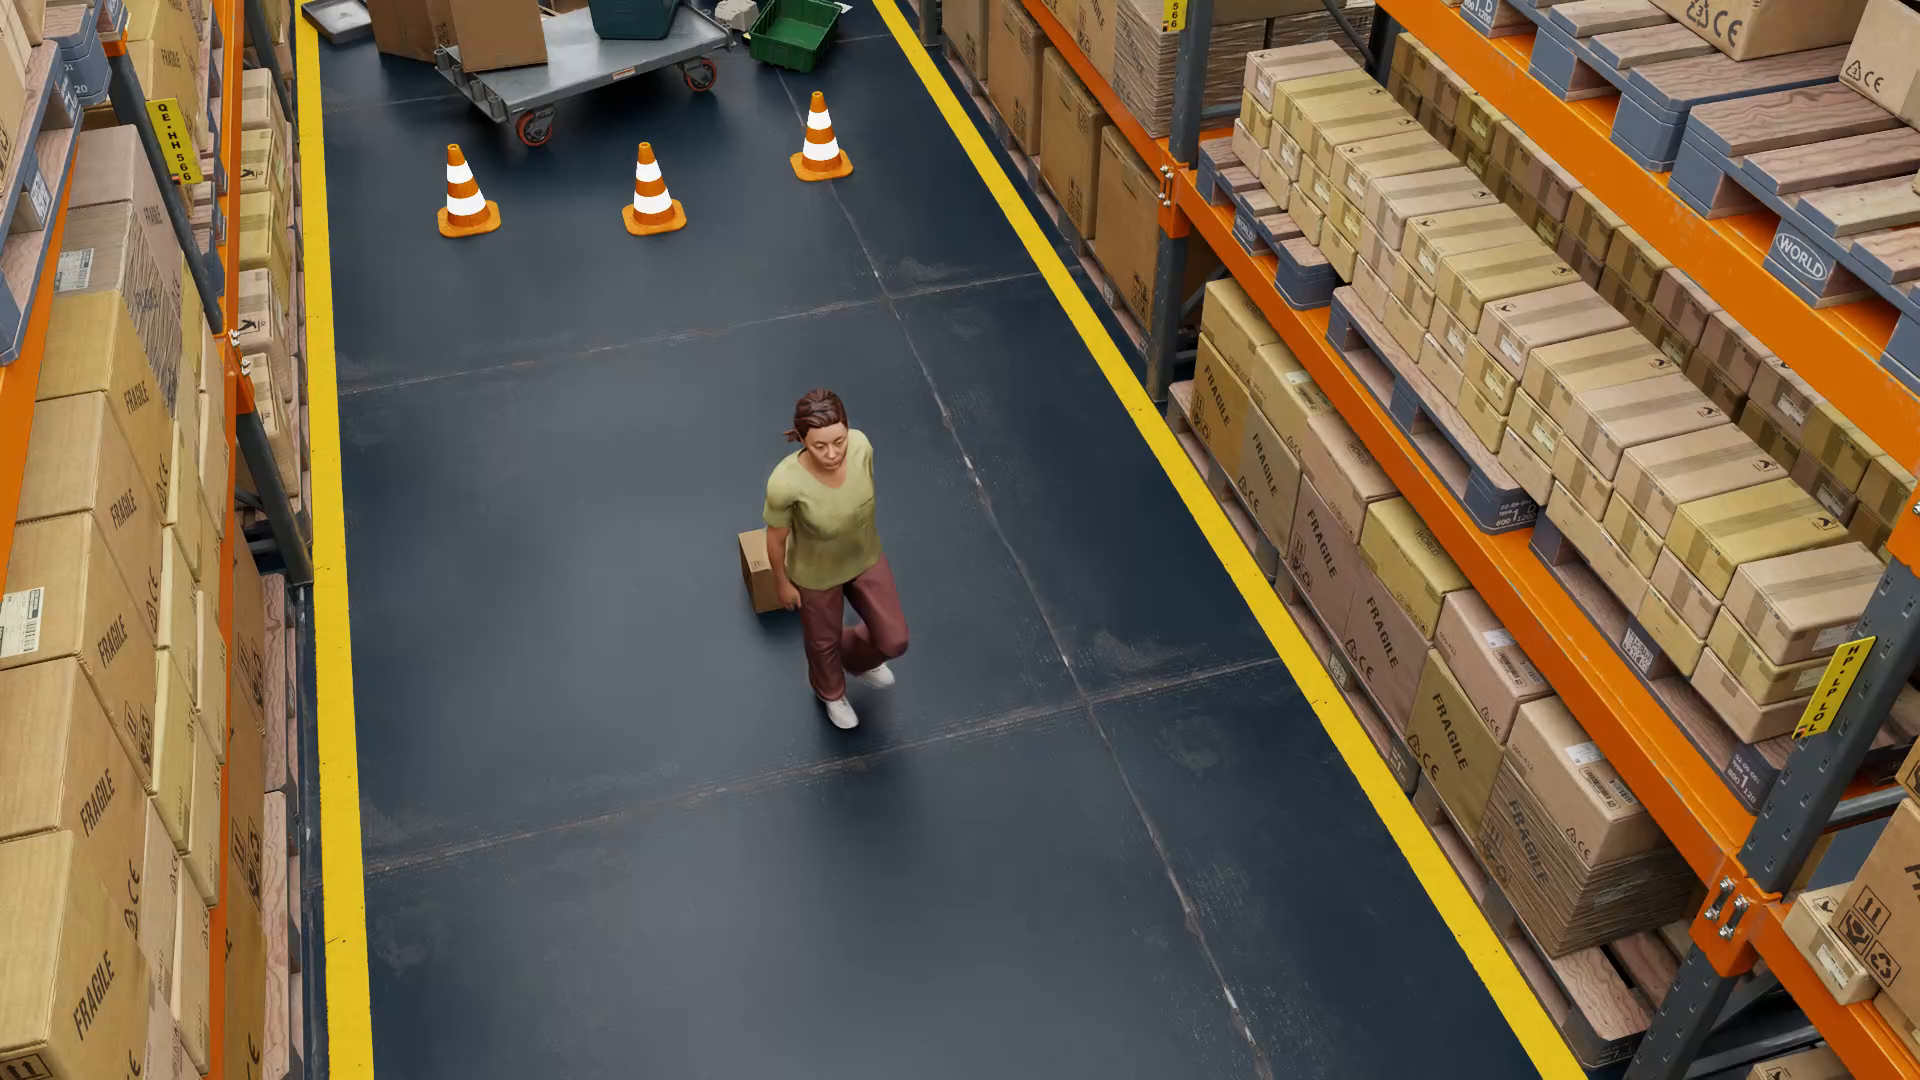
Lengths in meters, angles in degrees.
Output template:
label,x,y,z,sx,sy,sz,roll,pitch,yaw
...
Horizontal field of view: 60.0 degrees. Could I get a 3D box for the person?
label,x,y,z,sx,sy,sz,roll,pitch,yaw
person,-0.460,0.094,6.039,0.498,1.657,0.455,-22,47,-22
